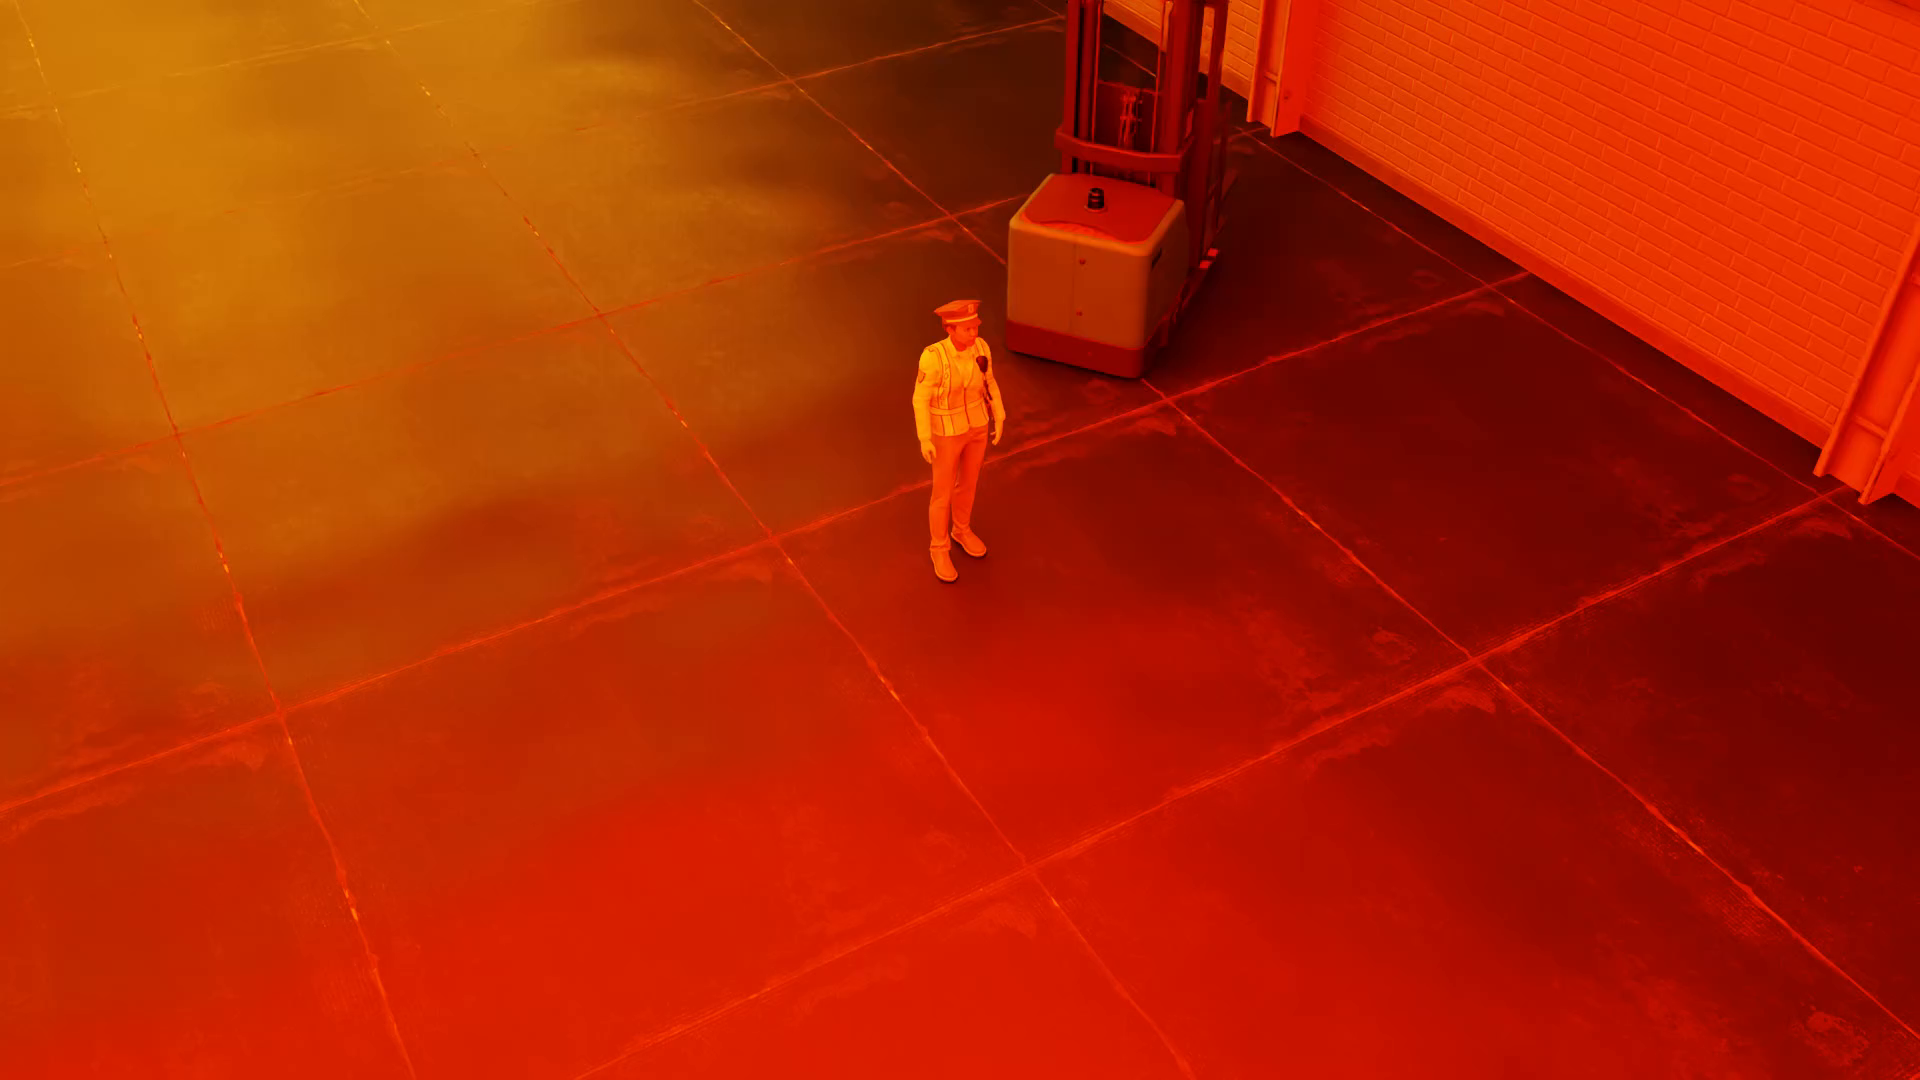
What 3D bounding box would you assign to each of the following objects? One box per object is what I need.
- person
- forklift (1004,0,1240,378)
[{"bbox_3d":[0.029,-0.618,9.738,0.588,1.695,0.531,-20,44,-23],"label":"person"},{"bbox_3d":[1.375,-3.196,11.890,1.130,2.935,3.031,16,42,18],"label":"forklift"}]
